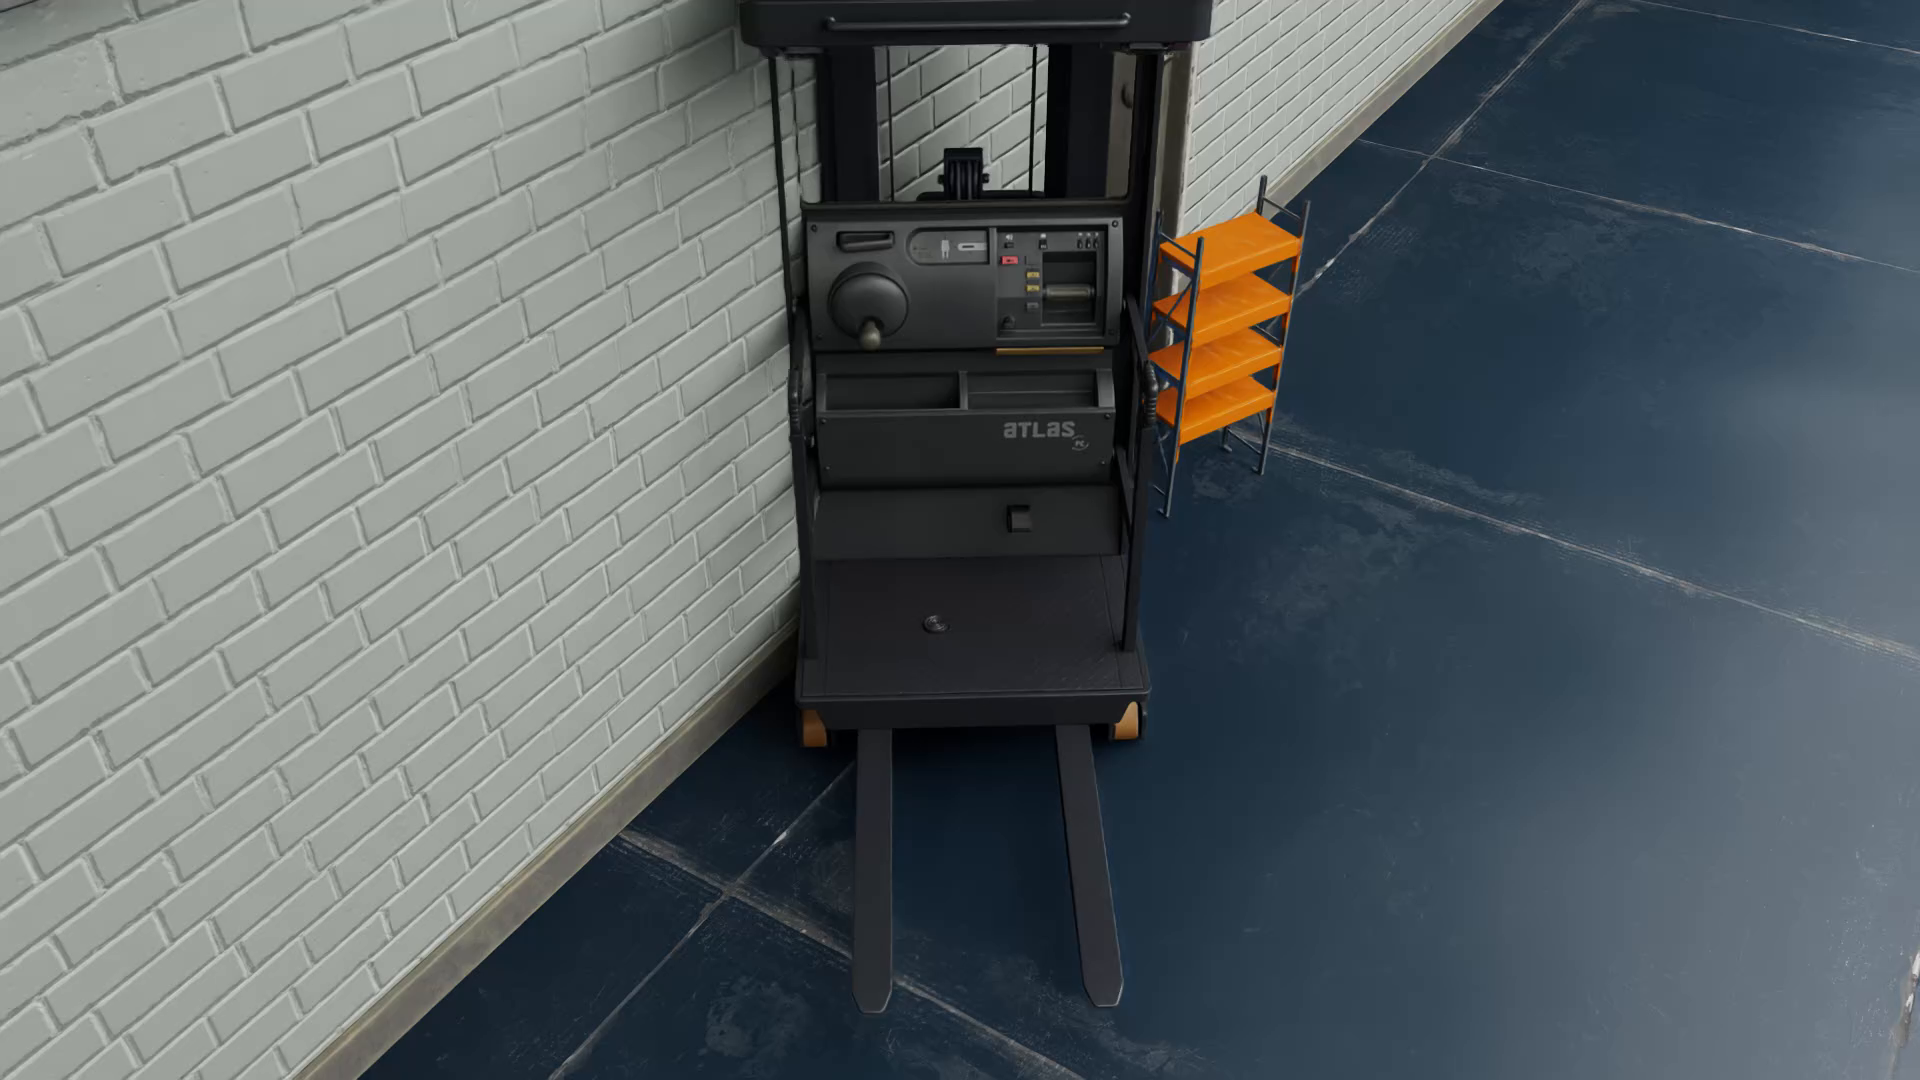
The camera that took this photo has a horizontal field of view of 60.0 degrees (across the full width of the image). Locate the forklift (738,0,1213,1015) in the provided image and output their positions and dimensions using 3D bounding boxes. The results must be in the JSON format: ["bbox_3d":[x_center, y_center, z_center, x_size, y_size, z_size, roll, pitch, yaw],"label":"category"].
[{"bbox_3d":[0.025,-0.691,4.746,1.130,2.935,3.031,-1,38,-2],"label":"forklift"}]

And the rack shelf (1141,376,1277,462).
[{"bbox_3d":[0.935,-0.494,6.335,0.480,0.148,0.258,-23,45,-27],"label":"rack shelf"}]

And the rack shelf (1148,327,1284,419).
[{"bbox_3d":[0.939,-0.648,6.209,0.480,0.148,0.258,-23,45,-27],"label":"rack shelf"}]

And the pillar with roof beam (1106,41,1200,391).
[{"bbox_3d":[4.296,-2.768,2.469,9.100,9.000,0.400,21,42,25],"label":"pillar with roof beam"}]

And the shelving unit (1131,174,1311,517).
[{"bbox_3d":[0.940,-0.700,6.166,0.503,1.200,0.258,-23,45,-27],"label":"shelving unit"}]

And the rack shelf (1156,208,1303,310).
[{"bbox_3d":[0.949,-1.003,5.917,0.480,0.148,0.258,-23,45,-27],"label":"rack shelf"}]

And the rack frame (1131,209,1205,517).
[{"bbox_3d":[0.739,-0.615,6.057,0.015,1.200,0.240,-23,45,-27],"label":"rack frame"}]

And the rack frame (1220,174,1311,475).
[{"bbox_3d":[1.141,-0.784,6.276,0.015,1.200,0.240,-23,45,-27],"label":"rack frame"}]

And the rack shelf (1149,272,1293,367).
[{"bbox_3d":[0.944,-0.820,6.067,0.480,0.148,0.258,-23,45,-27],"label":"rack shelf"}]
